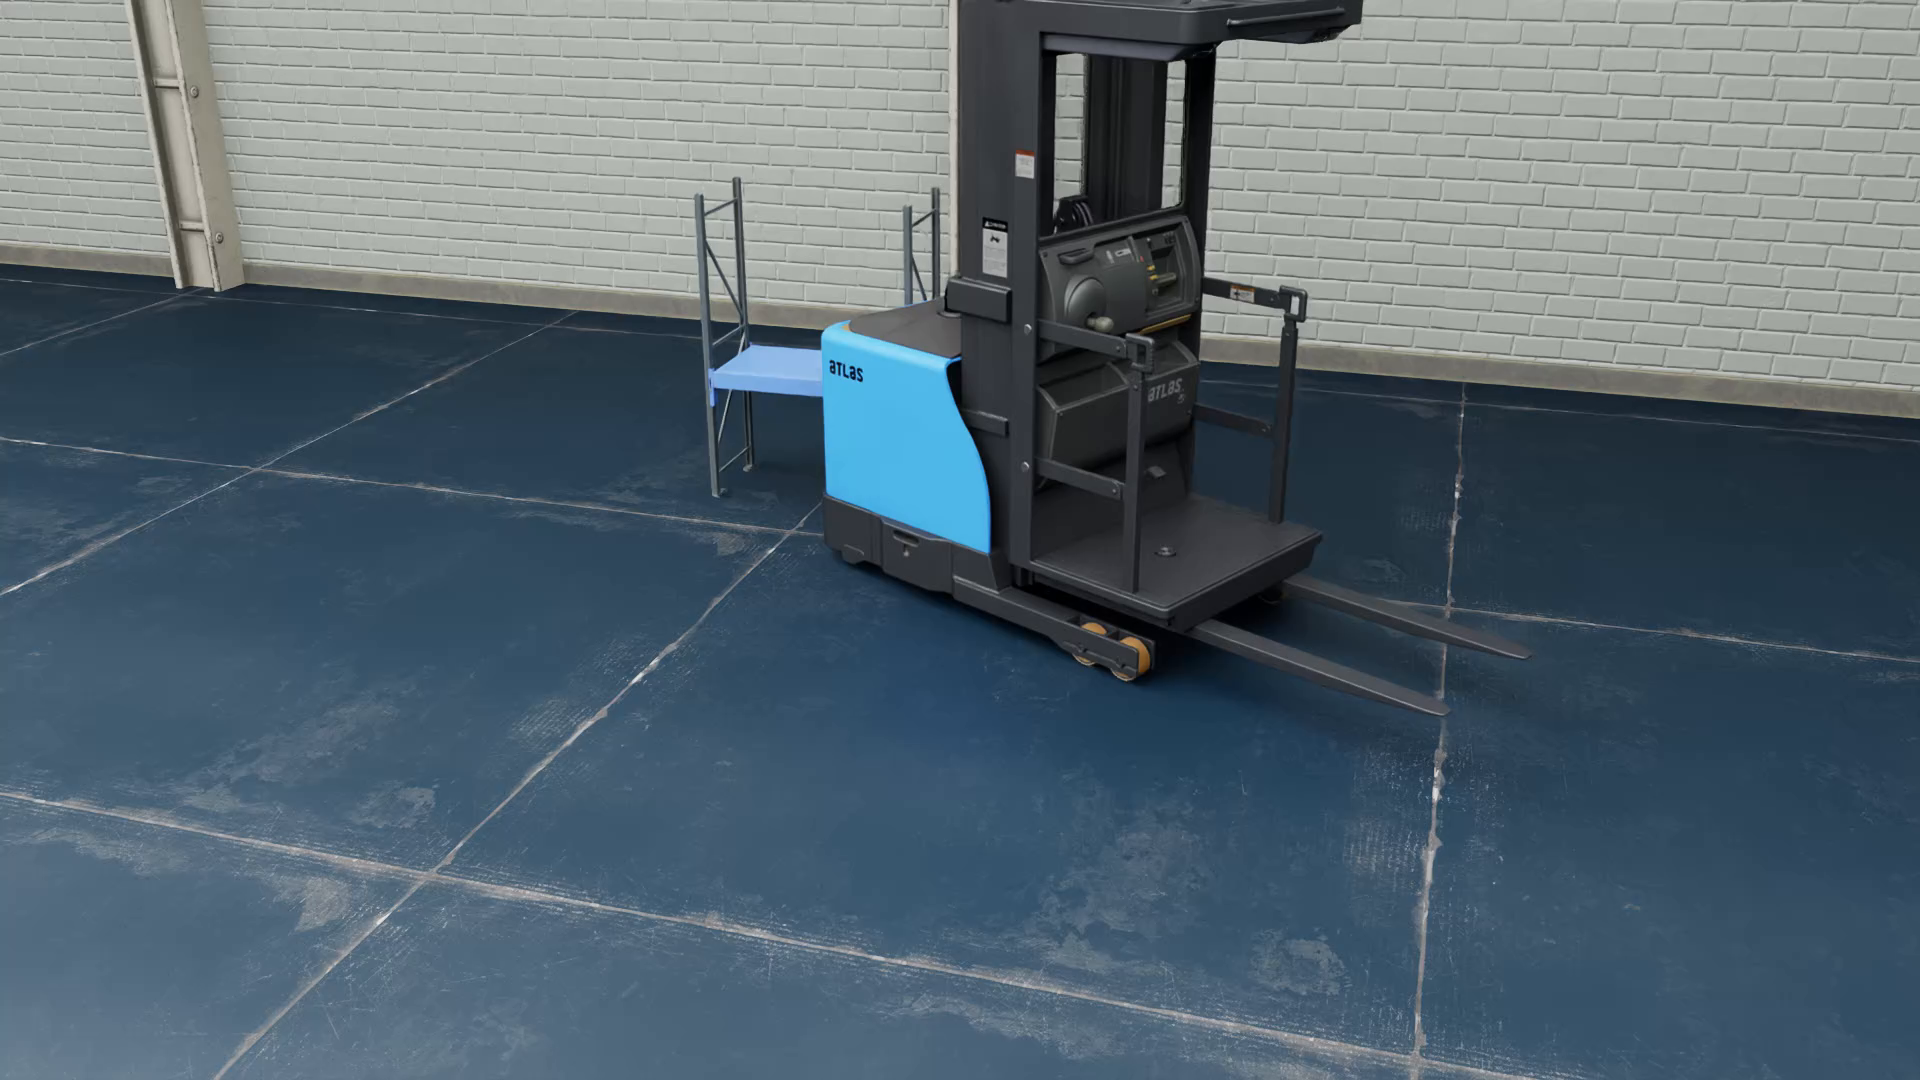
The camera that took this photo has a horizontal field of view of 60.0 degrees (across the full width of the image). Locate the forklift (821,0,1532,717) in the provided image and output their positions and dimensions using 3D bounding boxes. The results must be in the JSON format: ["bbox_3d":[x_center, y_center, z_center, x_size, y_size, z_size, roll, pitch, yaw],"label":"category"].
[{"bbox_3d":[0.796,-1.033,6.427,3.031,2.935,1.130,20,30,40],"label":"forklift"}]

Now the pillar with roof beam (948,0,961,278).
[{"bbox_3d":[-1.082,-3.846,5.288,0.400,9.000,9.100,7,23,16],"label":"pillar with roof beam"}]

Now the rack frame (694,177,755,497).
[{"bbox_3d":[-1.157,-0.999,8.230,0.032,1.500,0.500,6,23,14],"label":"rack frame"}]

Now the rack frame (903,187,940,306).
[{"bbox_3d":[-0.177,-0.897,7.980,0.032,1.500,0.500,6,23,14],"label":"rack frame"}]

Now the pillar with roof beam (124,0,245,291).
[{"bbox_3d":[-6.826,-4.503,6.891,0.400,9.000,9.100,7,23,16],"label":"pillar with roof beam"}]

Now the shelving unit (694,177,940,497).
[{"bbox_3d":[-0.667,-0.948,8.105,1.048,1.500,0.538,6,23,14],"label":"shelving unit"}]

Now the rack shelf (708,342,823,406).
[{"bbox_3d":[-0.667,-0.782,8.173,1.000,0.185,0.538,6,23,14],"label":"rack shelf"}]
